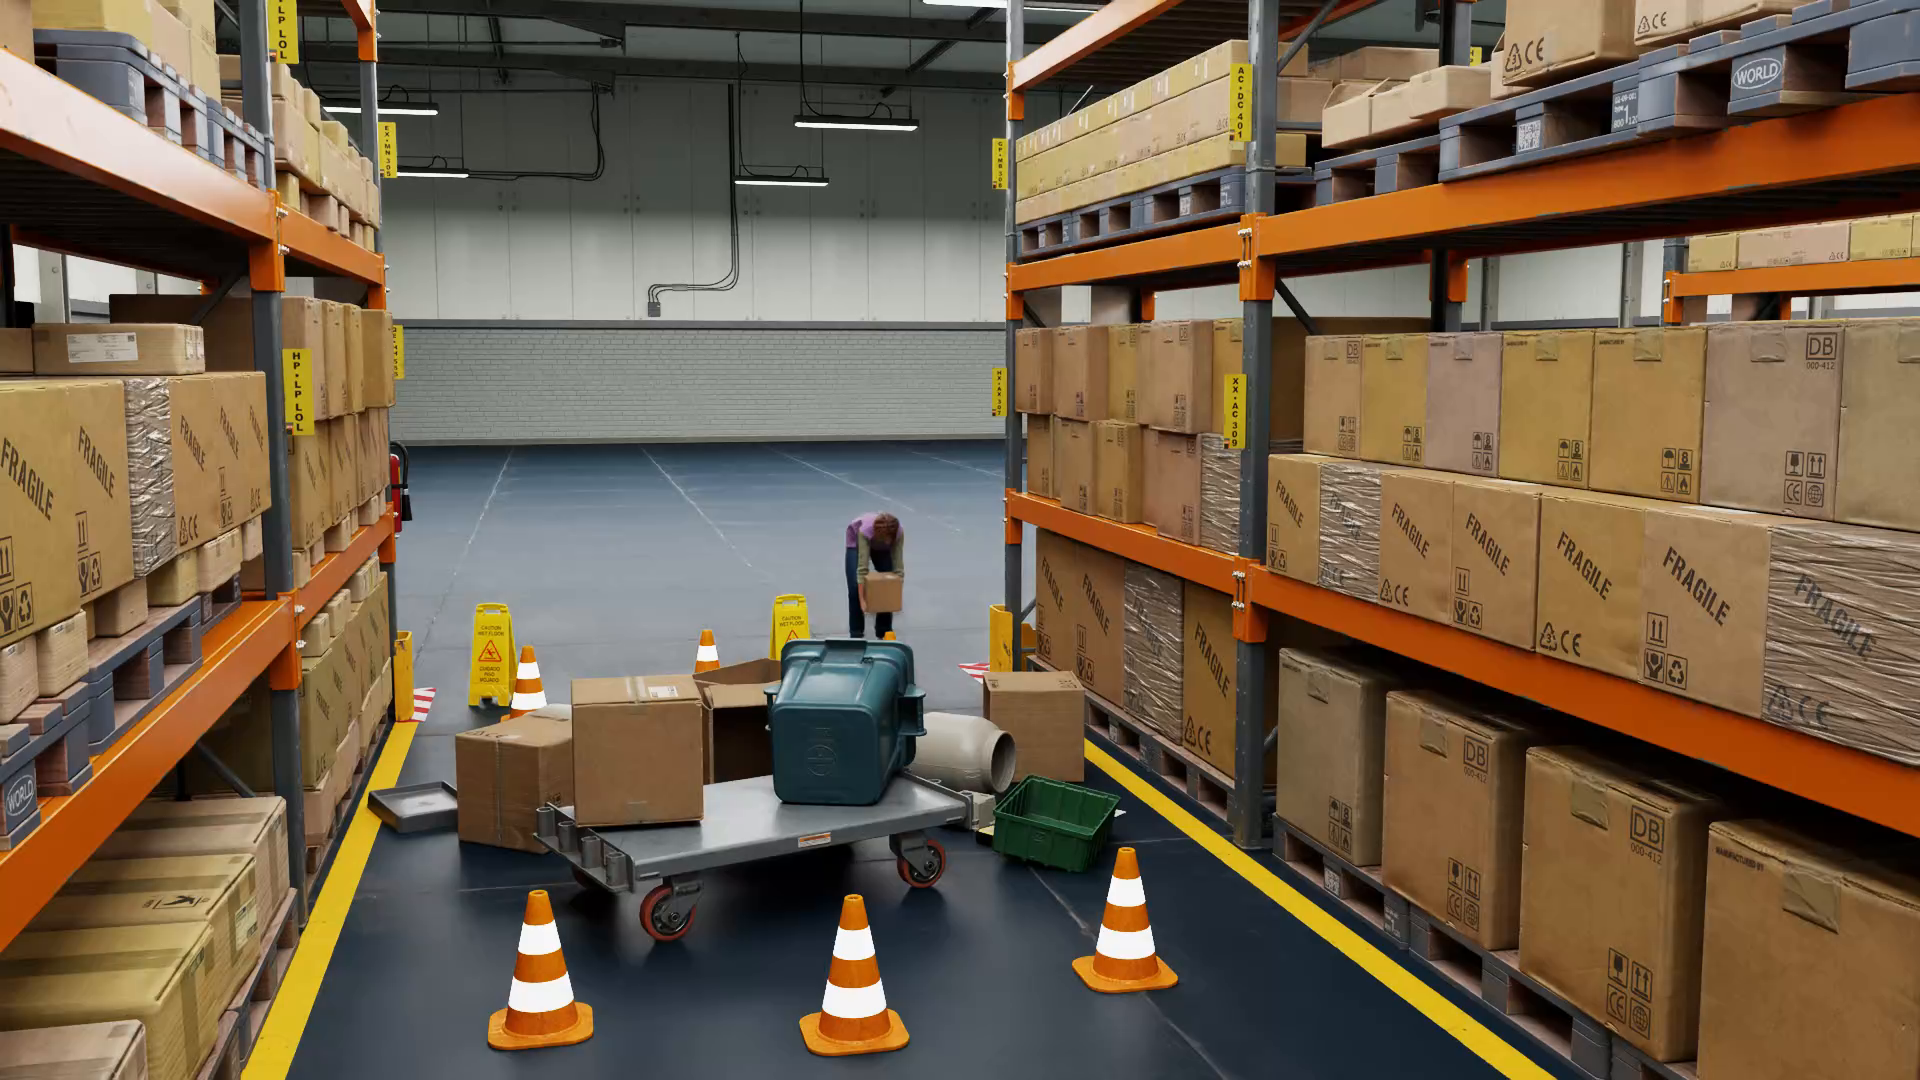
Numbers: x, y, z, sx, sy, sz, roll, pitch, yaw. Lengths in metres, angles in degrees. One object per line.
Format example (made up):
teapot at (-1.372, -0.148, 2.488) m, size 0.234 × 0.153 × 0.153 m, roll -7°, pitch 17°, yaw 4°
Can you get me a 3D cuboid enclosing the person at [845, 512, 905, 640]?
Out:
person at (-0.620, 0.313, 12.367) m, size 0.388 × 1.090 × 0.858 m, roll -2°, pitch 7°, yaw -15°
